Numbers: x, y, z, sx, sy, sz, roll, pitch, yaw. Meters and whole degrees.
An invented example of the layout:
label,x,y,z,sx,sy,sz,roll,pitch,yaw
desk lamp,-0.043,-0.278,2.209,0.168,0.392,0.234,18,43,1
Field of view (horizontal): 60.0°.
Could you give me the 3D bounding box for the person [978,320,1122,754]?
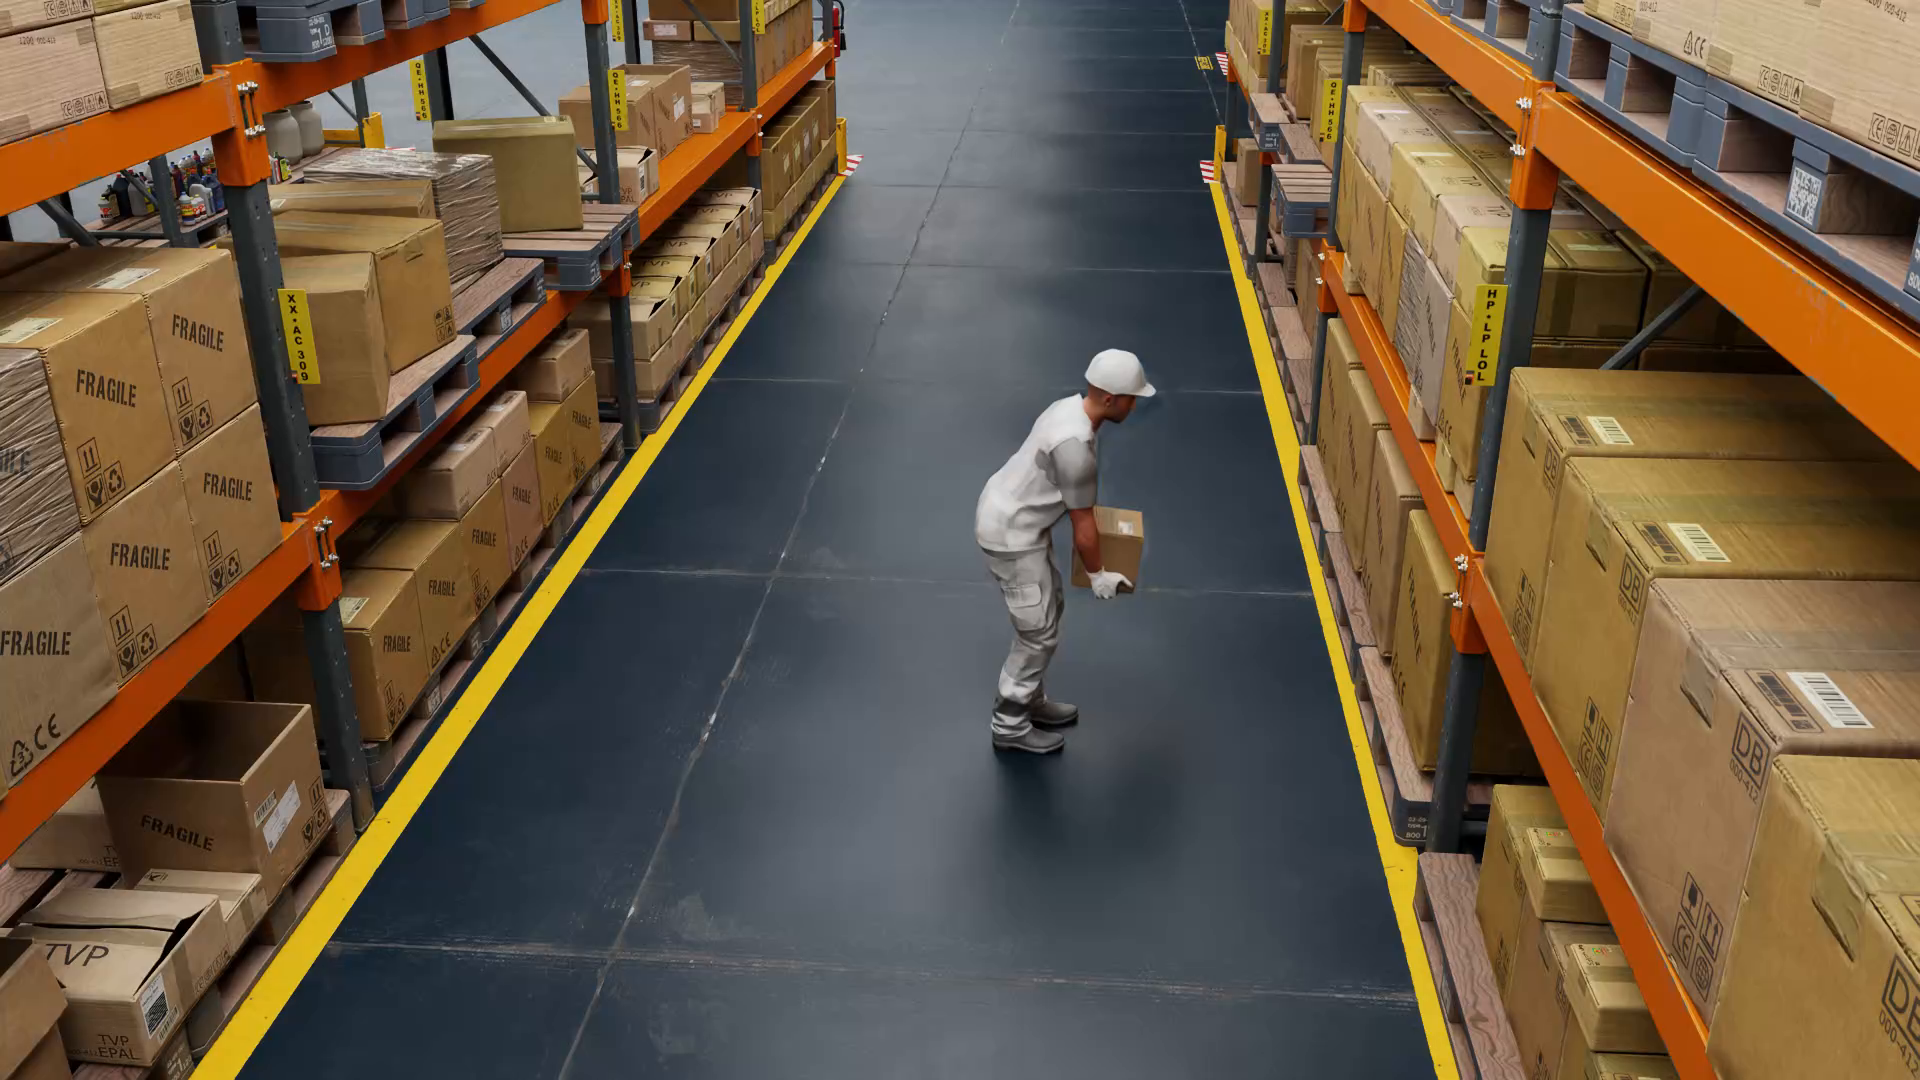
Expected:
label,x,y,z,sx,sy,sz,roll,pitch,yaw
person,0.356,-0.013,6.616,0.570,1.776,0.494,1,24,3
